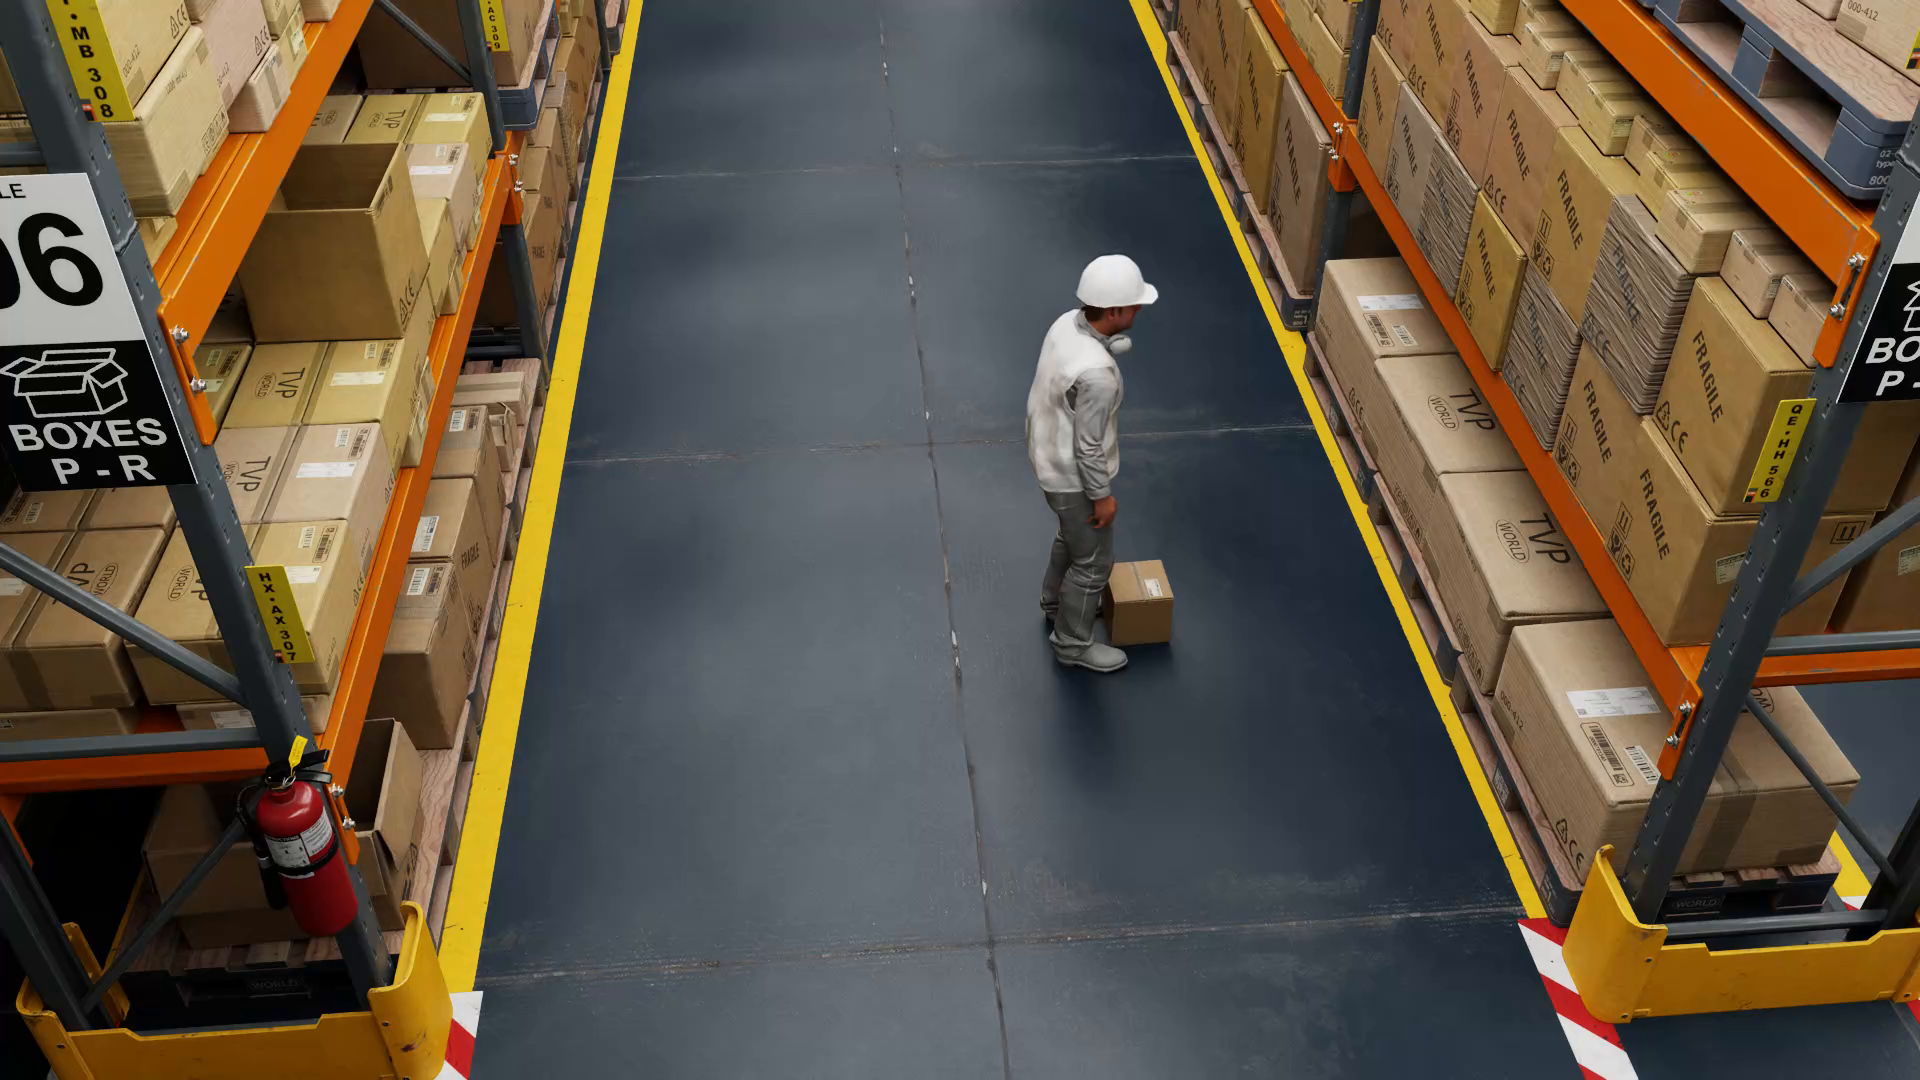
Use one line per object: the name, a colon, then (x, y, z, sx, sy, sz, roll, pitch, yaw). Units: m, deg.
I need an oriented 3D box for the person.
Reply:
person: (0.492, -0.307, 6.514, 0.466, 1.771, 0.584, -4, 39, -4)
